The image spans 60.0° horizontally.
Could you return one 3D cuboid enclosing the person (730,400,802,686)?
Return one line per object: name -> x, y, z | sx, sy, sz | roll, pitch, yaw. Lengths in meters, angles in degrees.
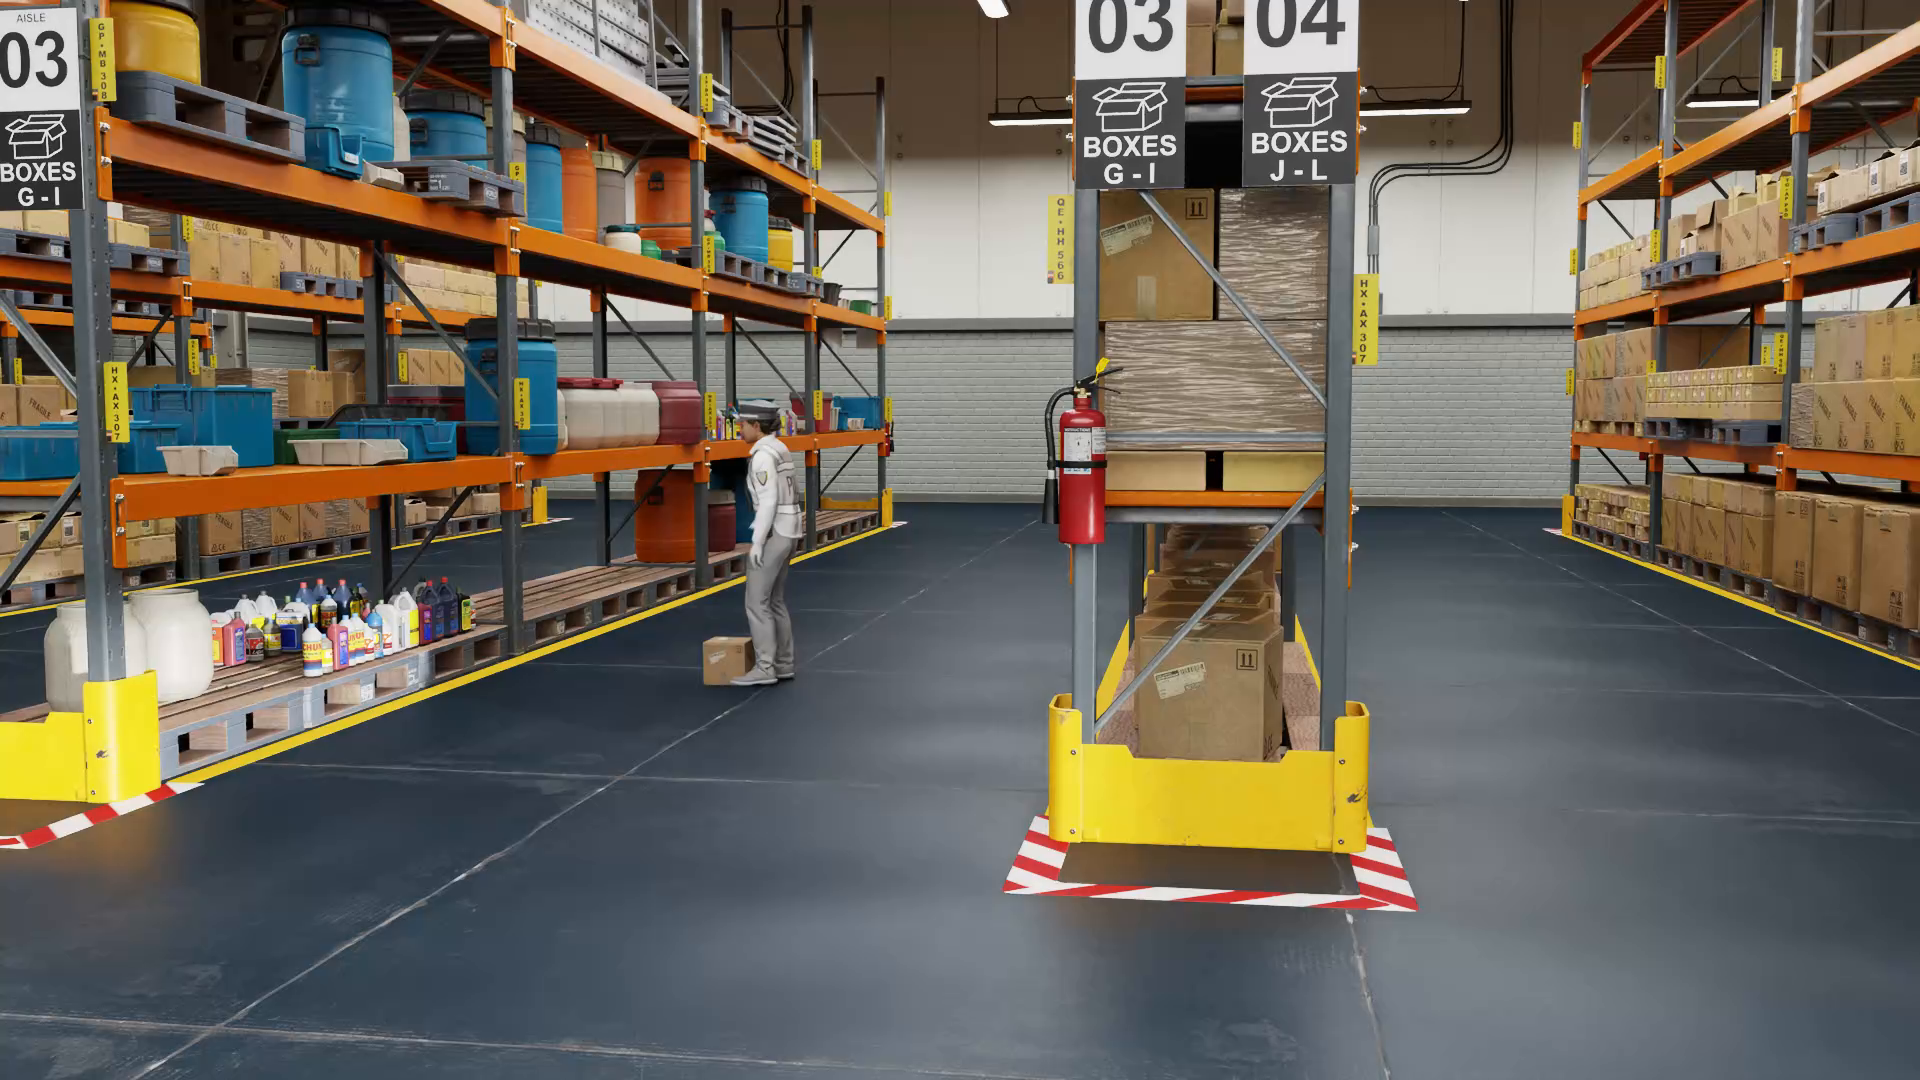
person -> -1.139, 0.012, 9.732 | 0.413, 1.662, 0.523 | 1, 5, 6
